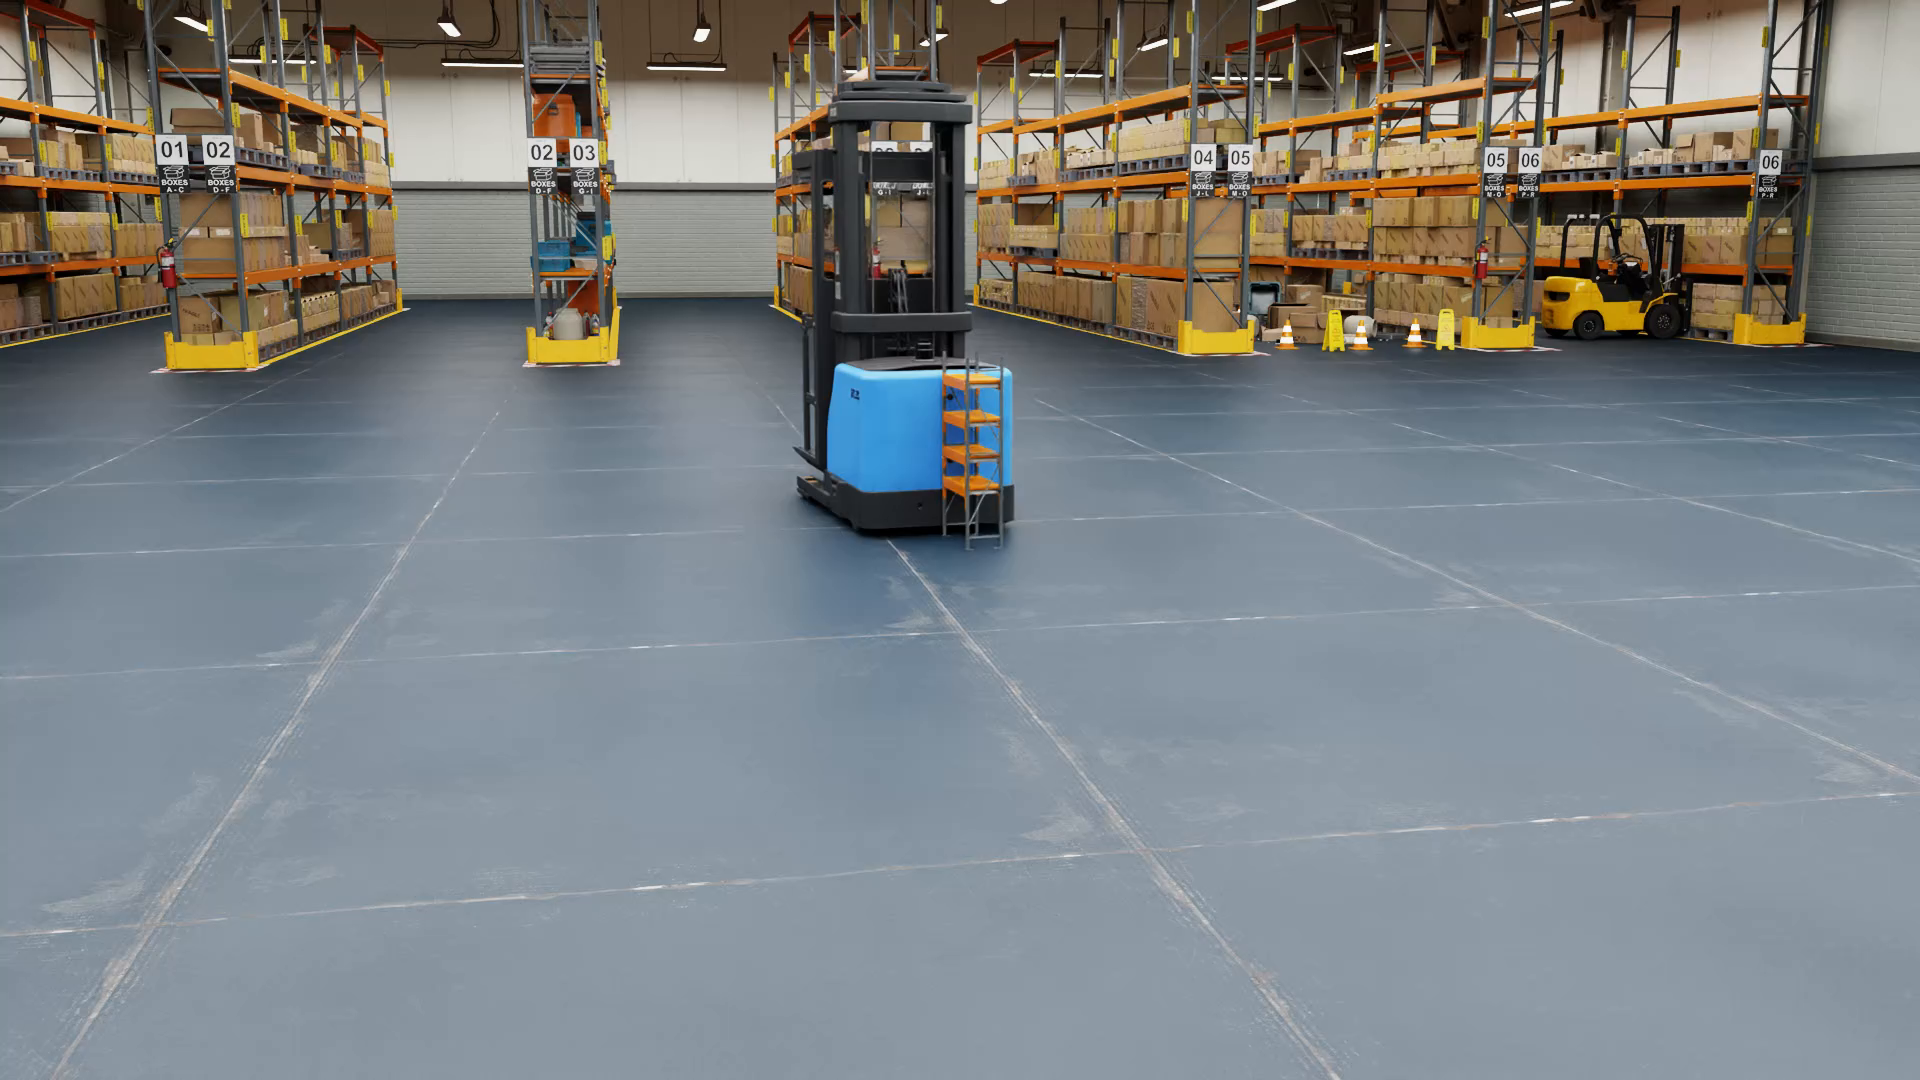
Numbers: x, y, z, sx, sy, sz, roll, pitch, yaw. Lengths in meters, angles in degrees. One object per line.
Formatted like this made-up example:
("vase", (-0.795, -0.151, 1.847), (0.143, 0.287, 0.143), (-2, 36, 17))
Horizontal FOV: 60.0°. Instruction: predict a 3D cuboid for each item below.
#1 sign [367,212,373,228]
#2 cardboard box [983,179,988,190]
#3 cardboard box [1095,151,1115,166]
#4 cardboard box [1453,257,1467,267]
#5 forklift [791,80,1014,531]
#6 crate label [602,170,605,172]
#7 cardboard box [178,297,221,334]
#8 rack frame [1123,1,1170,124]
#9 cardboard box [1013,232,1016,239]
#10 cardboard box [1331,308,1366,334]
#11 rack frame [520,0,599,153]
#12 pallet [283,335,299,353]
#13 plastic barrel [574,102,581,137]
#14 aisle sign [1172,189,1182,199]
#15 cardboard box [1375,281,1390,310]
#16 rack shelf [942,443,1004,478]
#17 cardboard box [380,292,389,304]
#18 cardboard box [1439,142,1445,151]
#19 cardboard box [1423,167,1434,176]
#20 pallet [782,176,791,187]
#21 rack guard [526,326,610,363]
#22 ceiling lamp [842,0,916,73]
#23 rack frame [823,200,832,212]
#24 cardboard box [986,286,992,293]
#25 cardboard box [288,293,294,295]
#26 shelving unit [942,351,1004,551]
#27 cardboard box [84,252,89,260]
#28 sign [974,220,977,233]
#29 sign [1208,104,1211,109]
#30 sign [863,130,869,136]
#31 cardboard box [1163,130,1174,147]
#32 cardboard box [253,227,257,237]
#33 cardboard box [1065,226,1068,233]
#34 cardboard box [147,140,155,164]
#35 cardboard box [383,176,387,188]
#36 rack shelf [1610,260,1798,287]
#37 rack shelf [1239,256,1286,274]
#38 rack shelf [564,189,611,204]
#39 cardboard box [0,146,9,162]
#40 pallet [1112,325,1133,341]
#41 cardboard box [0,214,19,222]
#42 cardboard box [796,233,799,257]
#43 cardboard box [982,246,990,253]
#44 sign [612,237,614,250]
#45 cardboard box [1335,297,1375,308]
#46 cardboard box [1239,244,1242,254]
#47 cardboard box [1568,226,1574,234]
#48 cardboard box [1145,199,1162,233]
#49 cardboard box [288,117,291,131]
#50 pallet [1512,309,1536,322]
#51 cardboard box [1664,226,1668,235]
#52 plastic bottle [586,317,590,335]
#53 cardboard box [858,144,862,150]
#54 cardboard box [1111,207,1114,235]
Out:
("sign", (-12.360, -6.712, 34.844), (0.100, 0.325, 0.005), (-2, 11, -11))
("cardboard box", (0.856, -8.589, 40.181), (0.500, 0.250, 0.500), (-2, 11, -9))
("cardboard box", (2.800, -7.051, 30.706), (0.500, 0.250, 0.500), (-2, 11, -11))
("cardboard box", (8.429, -4.622, 27.628), (0.380, 0.149, 0.250), (-2, 11, -12))
("forklift", (-0.573, -1.732, 11.958), (1.130, 2.935, 3.031), (-3, 11, -17))
("crate label", (-5.750, -5.857, 25.823), (0.502, 0.251, 0.408), (-2, 11, -11))
("cardboard box", (-10.965, -3.233, 23.887), (0.500, 0.500, 0.500), (-2, 11, -11))
("rack frame", (3.252, -8.124, 29.312), (0.949, 2.616, 0.053), (-2, 11, -11))
("cardboard box", (1.377, -6.737, 36.822), (0.380, 0.149, 0.250), (-2, 11, -12))
("cardboard box", (6.965, -3.903, 29.858), (0.500, 0.500, 0.500), (6, 12, 28))
("rack frame", (-5.710, -7.048, 23.662), (1.000, 3.000, 0.127), (-2, 11, -11))
("pallet", (-11.234, -3.138, 26.621), (1.003, 0.211, 1.213), (-2, 11, -11))
("plastic barrel", (-6.399, -6.575, 26.731), (0.600, 0.901, 0.708), (-2, 11, -11))
("aisle sign", (5.459, -8.856, 42.251), (0.394, 0.787, 0.004), (-2, 11, -11))
("cardboard box", (7.941, -4.481, 30.444), (0.500, 0.500, 0.500), (-2, 11, -8))
("rack shelf", (0.078, -0.505, 10.501), (0.258, 0.148, 0.480), (-3, 11, -17))
("cardboard box", (-13.178, -5.456, 37.515), (0.500, 0.250, 0.500), (-2, 11, -11))
("cardboard box", (8.369, -6.672, 28.247), (0.380, 0.149, 0.250), (-2, 11, -13))
("cardboard box", (8.183, -6.327, 28.567), (0.380, 0.149, 0.250), (-2, 11, -12))
("pallet", (-3.568, -8.286, 38.423), (1.003, 0.211, 1.213), (-2, 11, -11))
("rack guard", (-5.771, -2.886, 24.520), (1.175, 0.500, 0.348), (-2, 11, -11))
("ceiling lamp", (-1.998, -13.615, 42.551), (2.000, 3.185, 0.800), (-2, 11, -11))
("rack frame", (-2.404, -5.749, 32.878), (0.949, 2.616, 0.053), (-2, 11, -11))
("cardboard box", (0.847, -6.079, 40.321), (0.380, 0.149, 0.250), (-2, 11, -9))
("cardboard box", (-12.201, -4.317, 30.089), (0.500, 0.311, 0.500), (-2, 11, -12))
("shelving unit", (0.078, -0.571, 10.488), (0.258, 1.200, 0.503), (-3, 11, -17))
("cardboard box", (-17.214, -5.542, 32.410), (0.380, 0.149, 0.250), (-2, 11, -13))
("sign", (0.389, -7.783, 41.252), (0.100, 0.325, 0.005), (-2, 11, -11))
("sign", (6.292, -11.038, 41.914), (0.100, 0.325, 0.005), (-2, 11, -11))
("sign", (-1.400, -6.173, 24.719), (0.100, 0.325, 0.005), (-2, 11, -11))
("cardboard box", (3.568, -6.416, 26.577), (0.500, 0.250, 0.500), (-2, 11, -11))
("cardboard box", (-10.637, -4.559, 24.623), (0.380, 0.149, 0.250), (-3, 11, -13))
("cardboard box", (2.429, -6.520, 34.890), (0.380, 0.149, 0.250), (-3, 11, -13))
("cardboard box", (-18.130, -8.575, 36.709), (0.500, 0.500, 0.500), (-2, 11, -11))
("cardboard box", (-13.236, -8.080, 37.502), (0.500, 0.250, 0.500), (-2, 11, -11))
("rack shelf", (13.349, -4.836, 30.009), (1.077, 0.370, 4.000), (-2, 11, -11))
("rack shelf", (6.924, -6.123, 36.766), (1.077, 0.370, 4.000), (-2, 11, -11))
("rack shelf", (-8.433, -7.789, 37.500), (1.077, 0.370, 4.000), (-2, 11, -11))
("cardboard box", (-16.822, -6.501, 28.480), (0.797, 0.503, 0.637), (-1, 11, -3))
("pallet", (3.327, -3.665, 29.387), (1.003, 0.211, 1.213), (-2, 11, -11))
("cardboard box", (-16.810, -5.672, 29.293), (0.380, 0.149, 0.250), (-4, 12, -21))
("cardboard box", (-3.242, -6.346, 35.747), (0.500, 0.500, 0.500), (-2, 11, -11))
("cardboard box", (0.753, -7.087, 40.579), (0.380, 0.149, 0.250), (-2, 11, -13))
("sign", (-6.727, -5.670, 32.028), (0.100, 0.325, 0.005), (-2, 11, -11))
("cardboard box", (7.844, -4.519, 32.320), (0.950, 0.372, 0.625), (-1, 11, -7))
("cardboard box", (6.548, -6.489, 37.170), (0.500, 0.250, 0.500), (-2, 11, -11))
("cardboard box", (12.398, -6.212, 33.311), (0.380, 0.149, 0.250), (-2, 11, -11))
("cardboard box", (3.596, -5.415, 27.833), (0.875, 0.550, 0.500), (-2, 11, -11))
("cardboard box", (-11.562, -6.848, 27.905), (0.500, 0.500, 0.500), (-1, 11, -6))
("pallet", (12.303, -4.768, 35.183), (1.003, 0.211, 1.213), (-2, 11, -11))
("cardboard box", (12.984, -5.621, 30.202), (0.380, 0.149, 0.250), (-2, 11, -13))
("plastic bottle", (-6.056, -3.481, 27.050), (0.061, 0.283, 0.133), (-2, 11, -11))
("cardboard box", (-1.380, -6.060, 25.826), (0.380, 0.149, 0.250), (-2, 11, -11))
("cardboard box", (3.153, -5.808, 30.248), (0.700, 0.500, 0.500), (-2, 11, -12))
